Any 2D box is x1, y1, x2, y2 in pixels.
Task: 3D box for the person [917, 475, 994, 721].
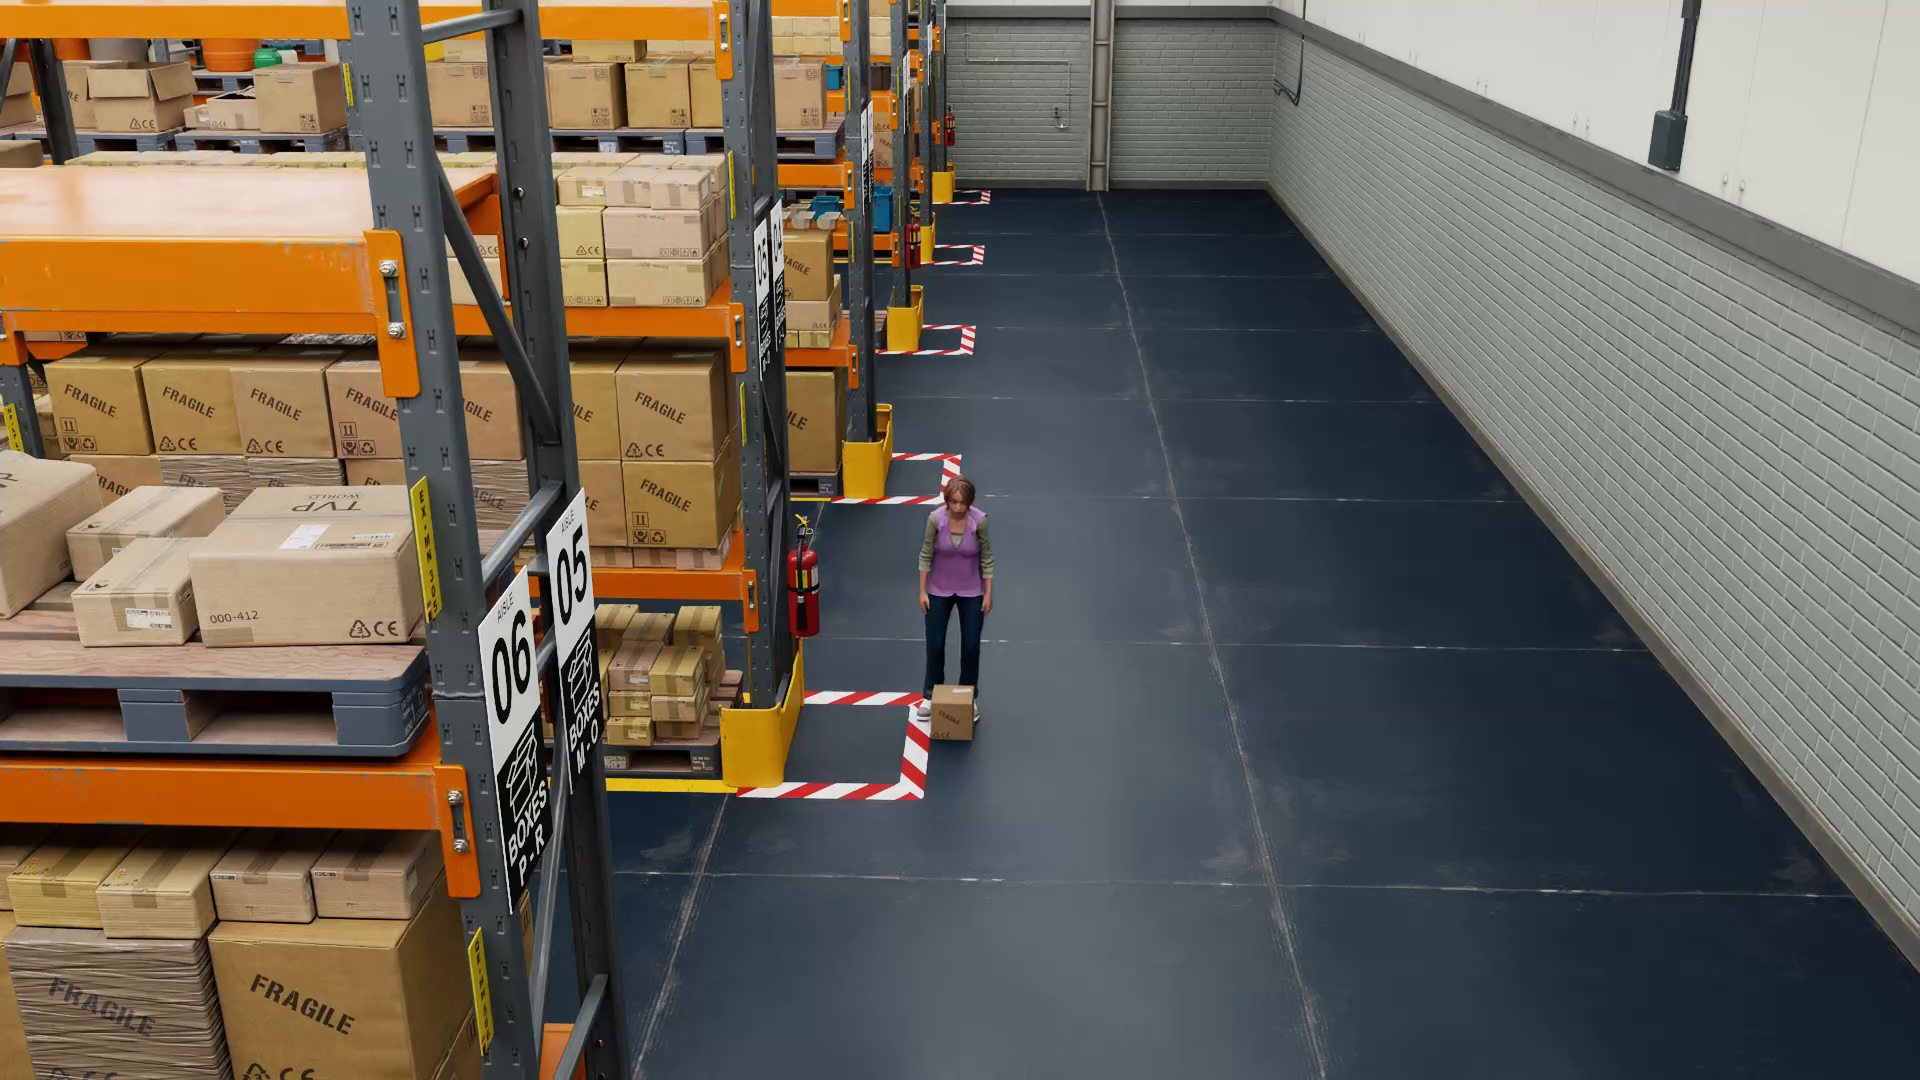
[{"bbox_3d":[-0.030,0.345,10.206,0.478,1.591,0.345,1,21,2],"label":"person"}]
